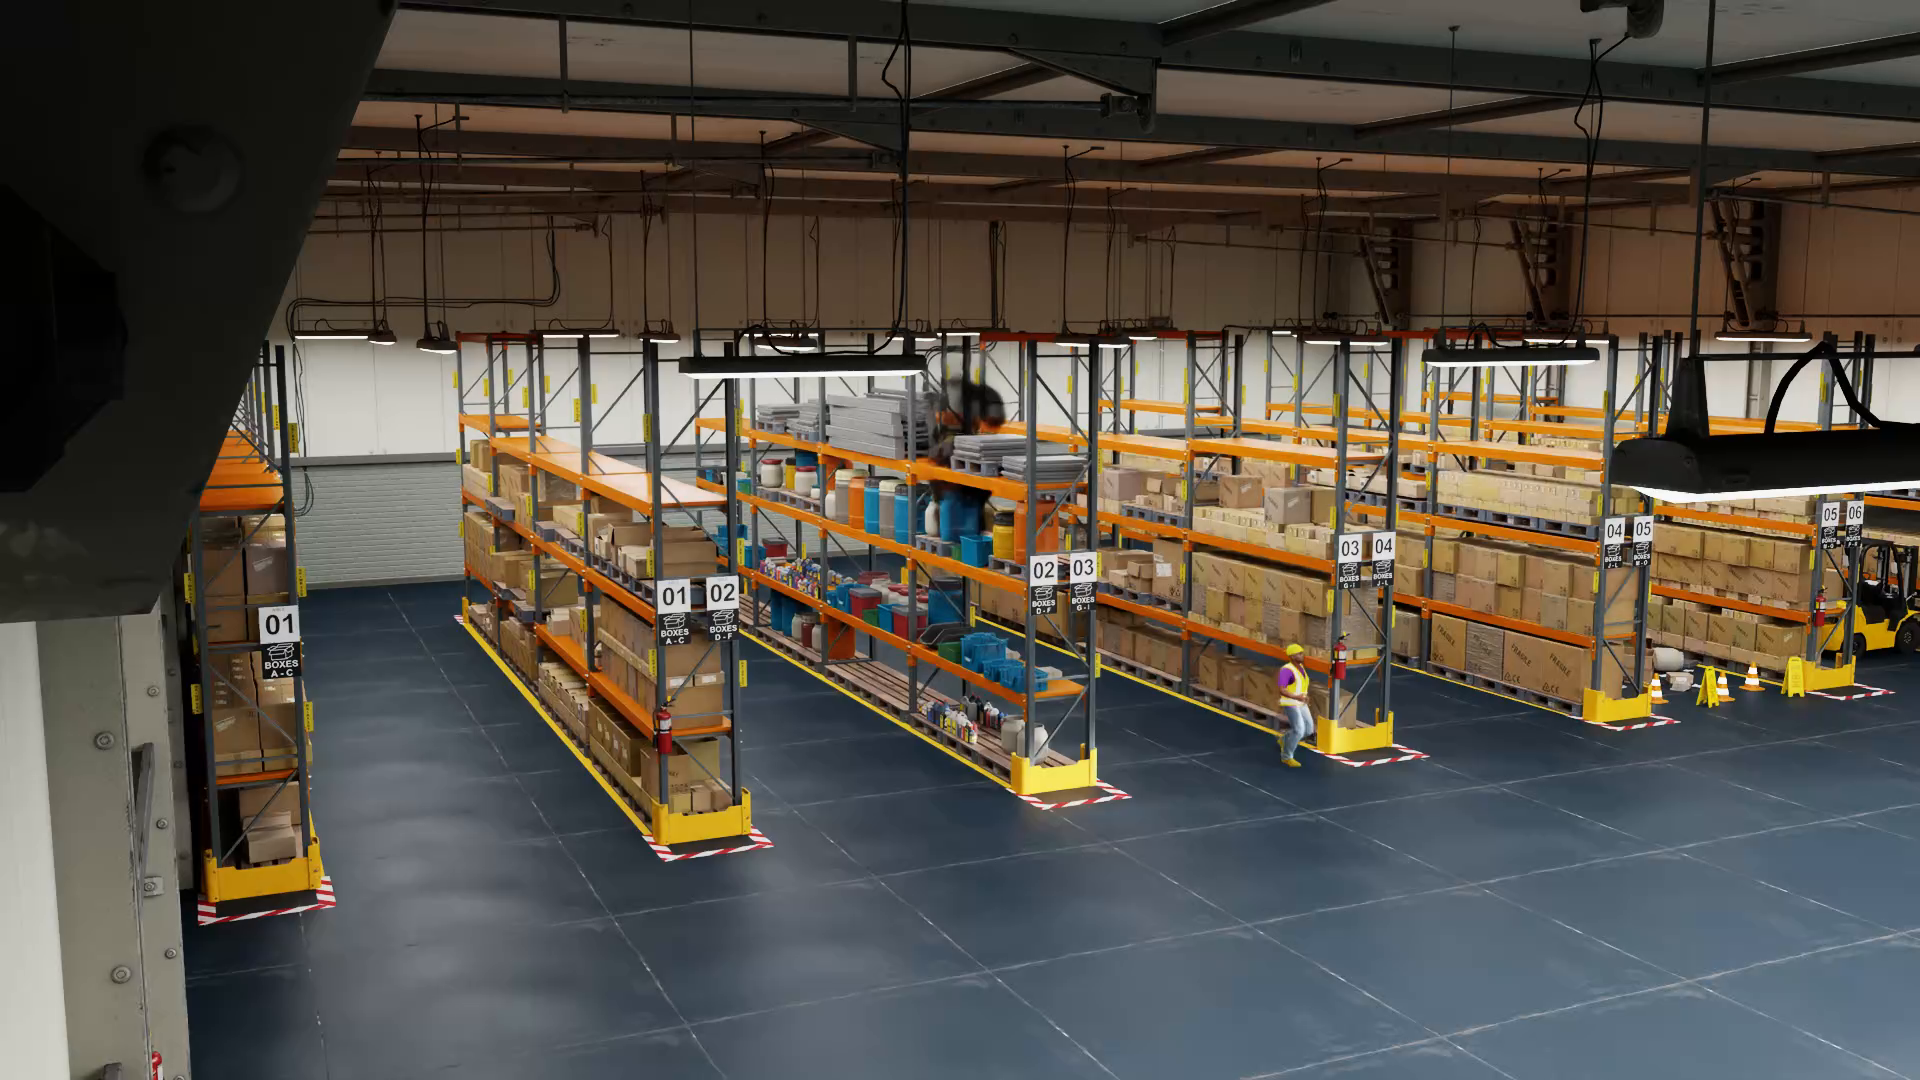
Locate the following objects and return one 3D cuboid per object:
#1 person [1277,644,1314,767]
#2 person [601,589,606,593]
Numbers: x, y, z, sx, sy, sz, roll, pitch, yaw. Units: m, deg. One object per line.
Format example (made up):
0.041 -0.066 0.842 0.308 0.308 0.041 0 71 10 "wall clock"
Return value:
4.741 2.323 23.476 0.584 1.733 0.708 5 9 34 "person"
-6.907 1.018 33.354 0.574 1.725 0.843 -6 10 -36 "person"
